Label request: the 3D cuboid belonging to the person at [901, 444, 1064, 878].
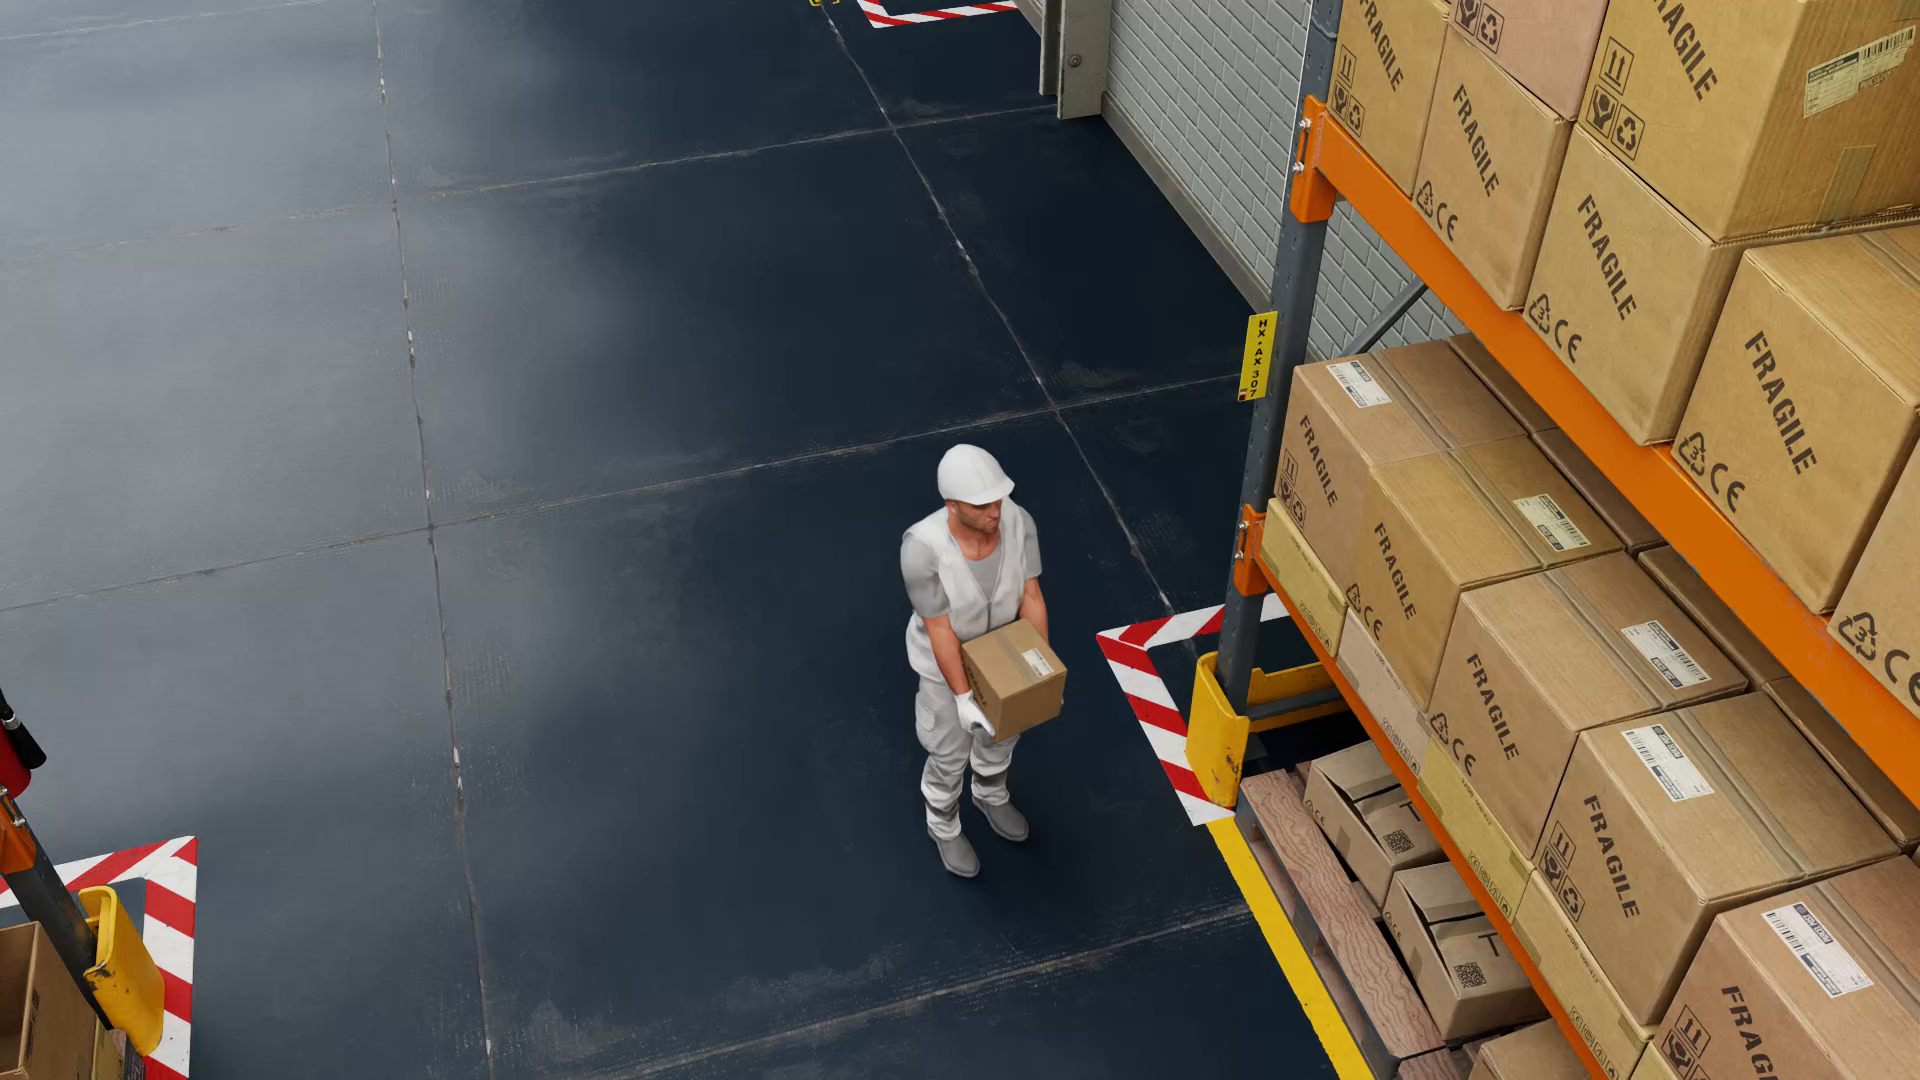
[{"bbox_3d":[0.091,0.460,5.628,0.495,1.787,0.562,-22,46,-23],"label":"person"}]
